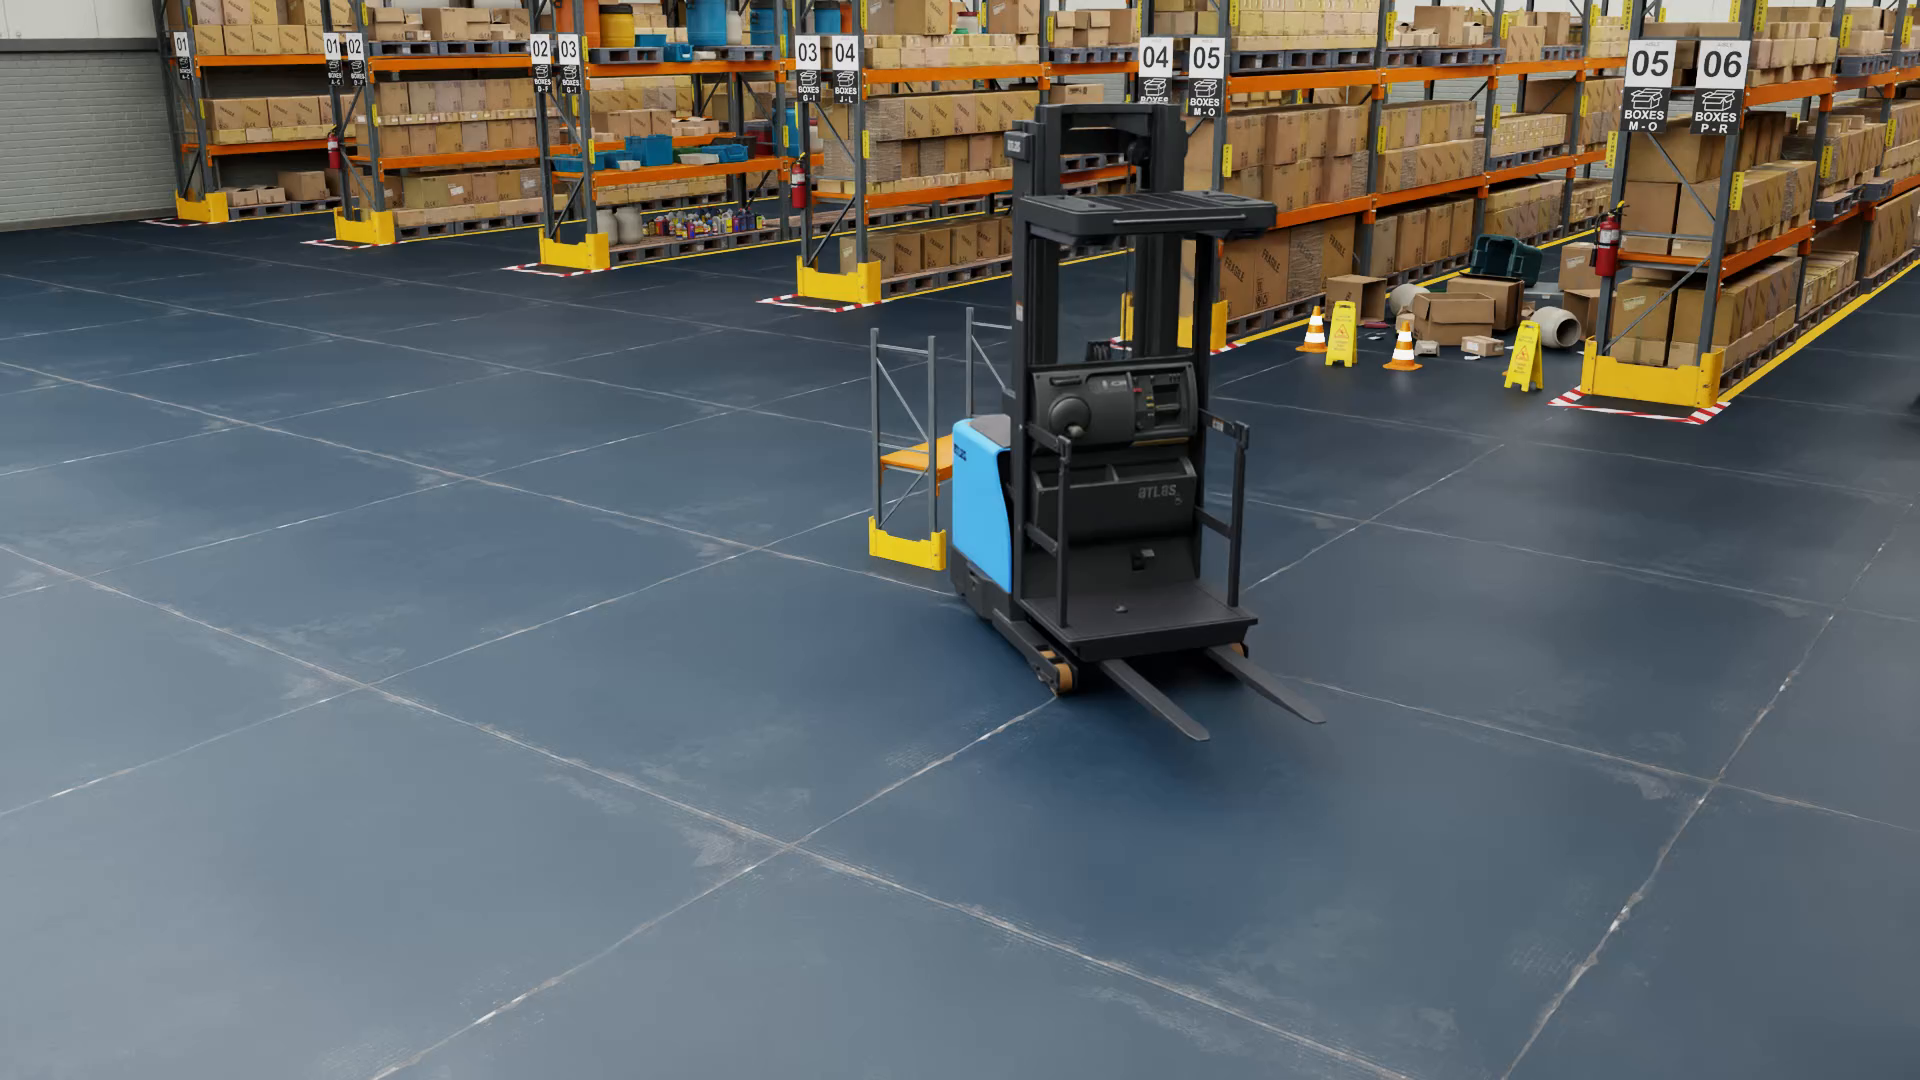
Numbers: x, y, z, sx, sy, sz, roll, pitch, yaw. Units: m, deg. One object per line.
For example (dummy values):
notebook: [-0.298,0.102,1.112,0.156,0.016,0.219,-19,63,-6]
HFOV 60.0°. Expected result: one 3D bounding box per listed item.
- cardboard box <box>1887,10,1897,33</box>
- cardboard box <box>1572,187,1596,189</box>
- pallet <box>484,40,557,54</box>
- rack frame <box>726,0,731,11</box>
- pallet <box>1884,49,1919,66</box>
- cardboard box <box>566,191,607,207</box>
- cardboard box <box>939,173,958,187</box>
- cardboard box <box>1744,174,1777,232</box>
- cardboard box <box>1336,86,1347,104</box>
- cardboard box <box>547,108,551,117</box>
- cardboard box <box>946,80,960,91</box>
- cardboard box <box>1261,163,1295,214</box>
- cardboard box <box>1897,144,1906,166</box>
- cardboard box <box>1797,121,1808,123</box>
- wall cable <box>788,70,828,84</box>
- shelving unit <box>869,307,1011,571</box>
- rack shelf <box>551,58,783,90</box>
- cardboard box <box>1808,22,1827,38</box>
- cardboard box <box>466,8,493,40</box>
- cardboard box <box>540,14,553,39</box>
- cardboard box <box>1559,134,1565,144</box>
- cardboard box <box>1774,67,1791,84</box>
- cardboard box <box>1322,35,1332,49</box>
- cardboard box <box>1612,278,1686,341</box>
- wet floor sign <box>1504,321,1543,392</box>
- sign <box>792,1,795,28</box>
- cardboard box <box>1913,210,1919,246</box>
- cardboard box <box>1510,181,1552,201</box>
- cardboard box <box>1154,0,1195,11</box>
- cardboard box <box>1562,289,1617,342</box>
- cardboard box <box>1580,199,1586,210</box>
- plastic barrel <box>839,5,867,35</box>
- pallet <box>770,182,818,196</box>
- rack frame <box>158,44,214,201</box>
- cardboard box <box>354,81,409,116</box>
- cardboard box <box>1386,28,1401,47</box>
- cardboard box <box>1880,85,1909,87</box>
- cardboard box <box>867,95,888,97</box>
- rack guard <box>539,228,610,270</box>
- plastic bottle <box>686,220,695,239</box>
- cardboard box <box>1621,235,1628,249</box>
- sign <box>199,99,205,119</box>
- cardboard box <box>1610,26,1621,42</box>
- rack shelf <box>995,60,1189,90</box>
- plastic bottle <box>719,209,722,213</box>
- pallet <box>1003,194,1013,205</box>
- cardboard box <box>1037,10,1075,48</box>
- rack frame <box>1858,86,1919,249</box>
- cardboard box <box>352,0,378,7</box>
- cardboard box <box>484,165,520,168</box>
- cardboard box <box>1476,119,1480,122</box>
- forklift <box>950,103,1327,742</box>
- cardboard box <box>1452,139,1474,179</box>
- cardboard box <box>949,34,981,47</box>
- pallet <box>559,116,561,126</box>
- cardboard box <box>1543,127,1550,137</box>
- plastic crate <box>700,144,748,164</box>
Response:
cardboard box: [12.767,-7.127,23.200,0.500,0.500,0.500,12,21,34]
cardboard box: [10.634,-5.940,28.408,0.380,0.149,0.250,11,21,32]
pallet: [-7.642,-8.384,28.276,1.003,0.211,1.213,12,21,35]
rack frame: [-4.771,-11.019,31.554,1.000,3.000,0.127,12,21,35]
pallet: [12.146,-6.424,22.132,1.003,0.211,1.213,14,22,37]
cardboard box: [-6.715,-6.141,29.890,0.500,0.250,0.500,12,21,33]
cardboard box: [-0.251,-4.743,21.884,0.380,0.149,0.250,12,21,35]
cardboard box: [7.488,-3.245,15.967,0.500,0.500,0.500,12,21,34]
cardboard box: [7.148,-8.551,32.209,0.500,0.500,0.500,12,21,33]
cardboard box: [-7.293,-7.398,28.746,0.380,0.149,0.250,12,21,34]
cardboard box: [-0.349,-10.310,37.531,0.500,0.500,0.500,13,22,36]
cardboard box: [3.268,-4.011,18.849,0.875,0.550,0.550,12,21,35]
cardboard box: [12.257,-5.135,22.132,0.500,0.250,0.500,12,21,34]
cardboard box: [10.687,-4.976,20.831,0.500,0.500,0.500,12,21,33]
wall cable: [-3.982,-11.891,42.766,0.084,1.984,1.851,12,21,35]
shelving unit: [-0.045,-0.698,10.963,0.587,1.500,1.083,12,21,35]
rack shelf: [-4.370,-6.938,24.683,1.077,0.370,4.000,12,21,35]
cardboard box: [8.375,-5.072,16.539,0.380,0.149,0.250,13,22,36]
cardboard box: [-8.237,-8.581,27.642,0.797,0.503,0.637,15,23,41]
cardboard box: [-8.514,-10.843,35.133,0.700,0.500,0.500,11,20,30]
cardboard box: [9.411,-6.406,26.530,0.380,0.149,0.250,12,21,33]
cardboard box: [7.600,-4.389,15.685,0.380,0.149,0.250,13,21,35]
cardboard box: [4.004,-5.663,18.912,0.380,0.149,0.250,12,21,34]
cardboard box: [6.642,-2.229,16.027,0.500,0.500,0.500,13,21,35]
wet floor sign: [5.402,-1.766,15.842,0.232,0.644,0.267,-11,20,-32]
sign: [-2.018,-6.456,20.423,0.100,0.325,0.005,12,21,35]
cardboard box: [13.985,-4.712,24.971,0.875,0.438,0.875,12,21,34]
cardboard box: [8.931,-5.478,26.068,0.500,0.250,0.500,14,22,37]
cardboard box: [2.267,-5.679,17.617,0.380,0.149,0.250,13,21,35]
cardboard box: [7.027,-2.492,18.420,0.500,0.500,0.500,-4,18,-13]
cardboard box: [10.320,-5.670,28.043,0.380,0.149,0.250,11,20,32]
plastic barrel: [-1.849,-8.603,28.106,0.600,0.830,0.708,12,21,35]
pallet: [-3.569,-7.283,34.341,1.003,0.211,1.213,12,21,35]
rack frame: [-13.518,-7.123,29.124,1.000,3.000,0.127,12,21,35]
cardboard box: [-9.218,-7.038,26.492,0.700,0.500,0.500,13,21,35]
cardboard box: [5.282,-6.266,20.655,0.258,0.266,0.396,12,21,34]
cardboard box: [13.990,-6.734,24.922,0.380,0.149,0.250,12,21,34]
cardboard box: [-1.162,-5.460,21.410,0.500,0.500,0.500,12,21,35]
rack guard: [-5.554,-4.205,23.943,1.175,0.500,0.348,12,21,35]
plastic bottle: [-4.082,-4.713,25.201,0.061,0.283,0.133,13,21,36]
cardboard box: [6.487,-2.833,15.733,0.380,0.149,0.250,12,21,34]
sign: [-13.083,-7.441,28.687,0.100,0.325,0.005,12,21,35]
cardboard box: [10.580,-8.362,27.466,0.500,0.250,0.500,13,21,36]
rack shelf: [1.991,-7.015,24.932,1.077,0.370,4.000,12,21,35]
plastic bottle: [-3.891,-5.154,26.635,0.152,0.276,0.135,13,22,37]
pallet: [1.095,-6.723,32.536,1.003,0.211,1.213,12,21,35]
cardboard box: [1.159,-7.227,23.518,0.797,0.503,0.637,11,20,32]
rack frame: [13.525,-5.604,24.233,1.000,3.000,0.127,12,21,35]
cardboard box: [-11.216,-9.876,31.043,0.500,0.500,0.500,10,20,30]
cardboard box: [-7.974,-6.271,29.045,0.500,0.500,0.500,12,21,35]
cardboard box: [7.641,-6.307,25.209,0.380,0.149,0.250,12,21,35]
forklift: [0.903,-0.730,8.654,1.130,2.935,3.031,-6,18,-18]
cardboard box: [6.755,-5.277,23.010,0.500,0.500,0.500,12,21,35]
cardboard box: [0.056,-6.558,21.827,0.380,0.149,0.250,14,22,37]
pallet: [-9.091,-8.749,34.681,1.213,0.211,1.003,12,21,35]
cardboard box: [8.945,-6.361,25.882,0.380,0.149,0.250,12,21,33]
plastic crate: [-3.620,-5.943,25.573,0.499,0.251,0.616,12,21,35]
